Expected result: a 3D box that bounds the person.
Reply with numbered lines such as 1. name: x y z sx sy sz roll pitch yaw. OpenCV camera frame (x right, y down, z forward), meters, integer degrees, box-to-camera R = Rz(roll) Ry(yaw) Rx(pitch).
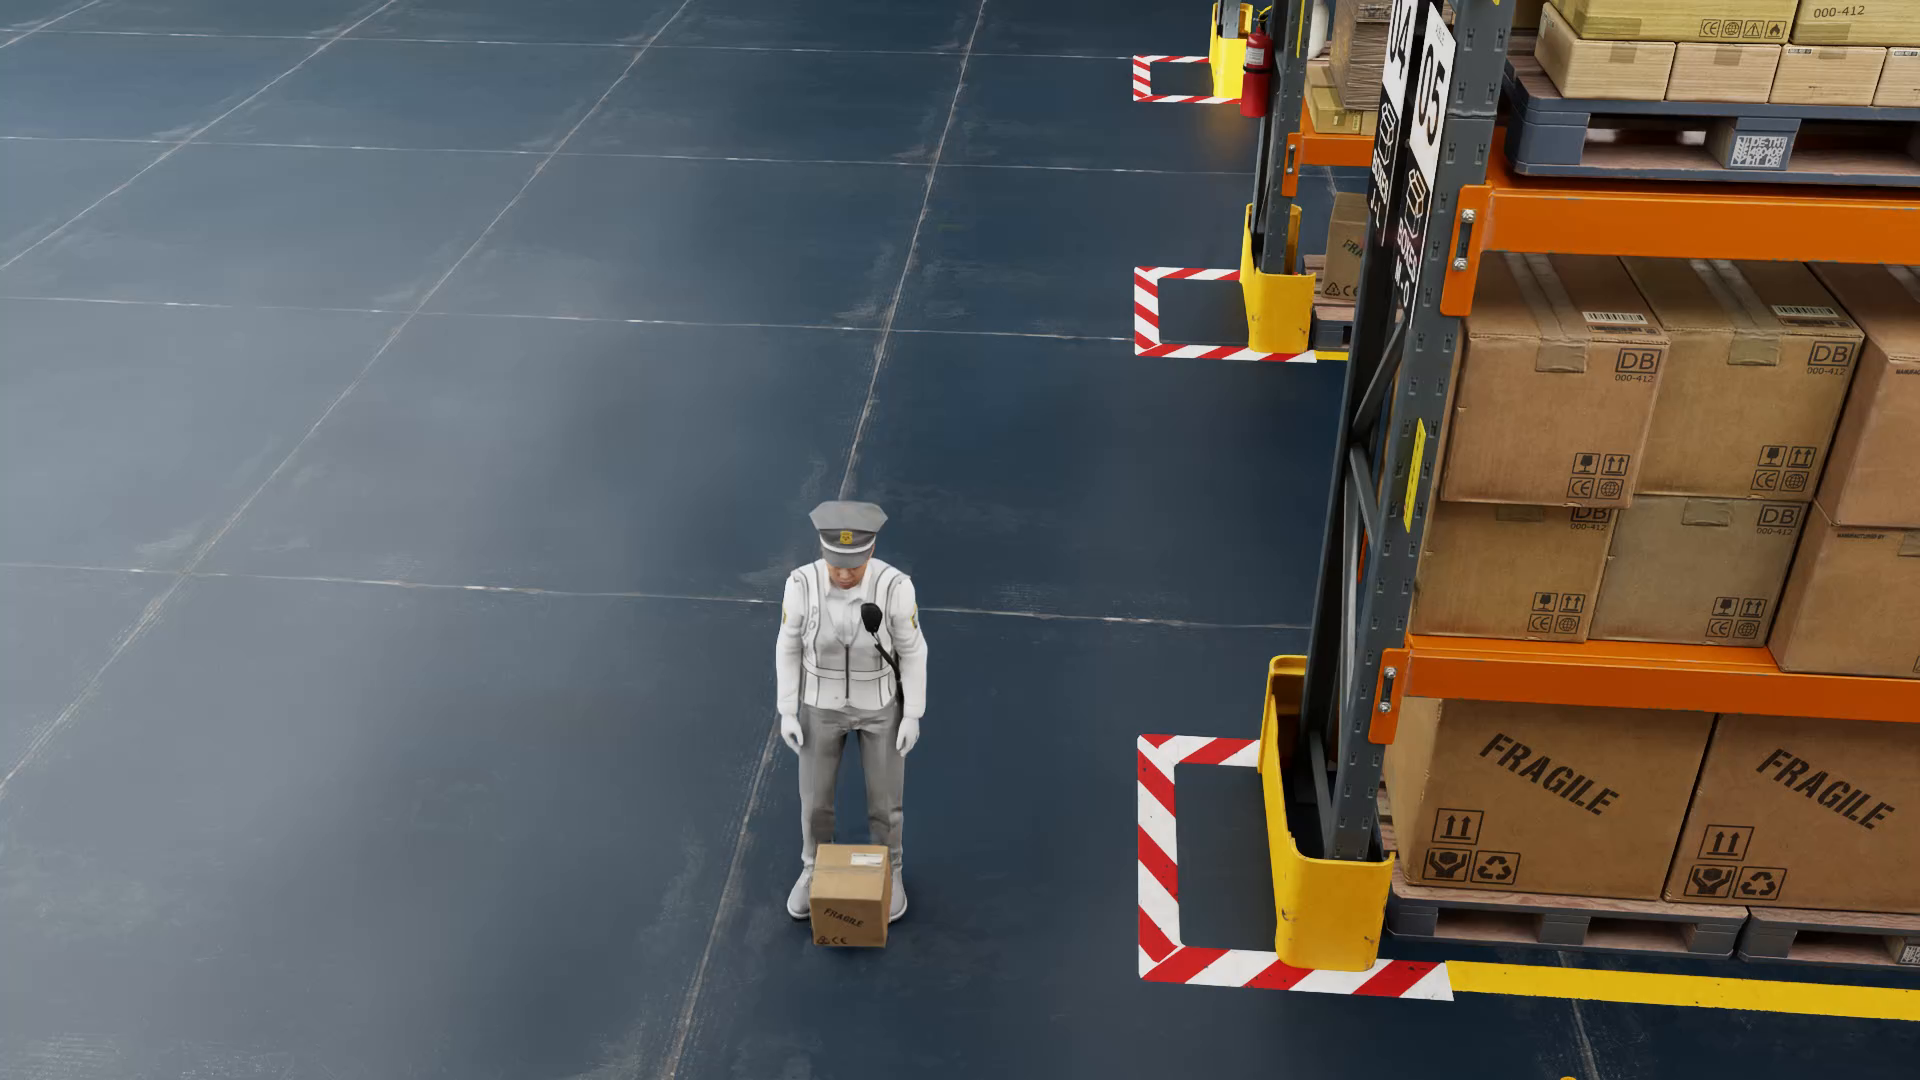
1. person: -0.368 0.584 5.702 0.513 1.665 0.360 2 32 2
